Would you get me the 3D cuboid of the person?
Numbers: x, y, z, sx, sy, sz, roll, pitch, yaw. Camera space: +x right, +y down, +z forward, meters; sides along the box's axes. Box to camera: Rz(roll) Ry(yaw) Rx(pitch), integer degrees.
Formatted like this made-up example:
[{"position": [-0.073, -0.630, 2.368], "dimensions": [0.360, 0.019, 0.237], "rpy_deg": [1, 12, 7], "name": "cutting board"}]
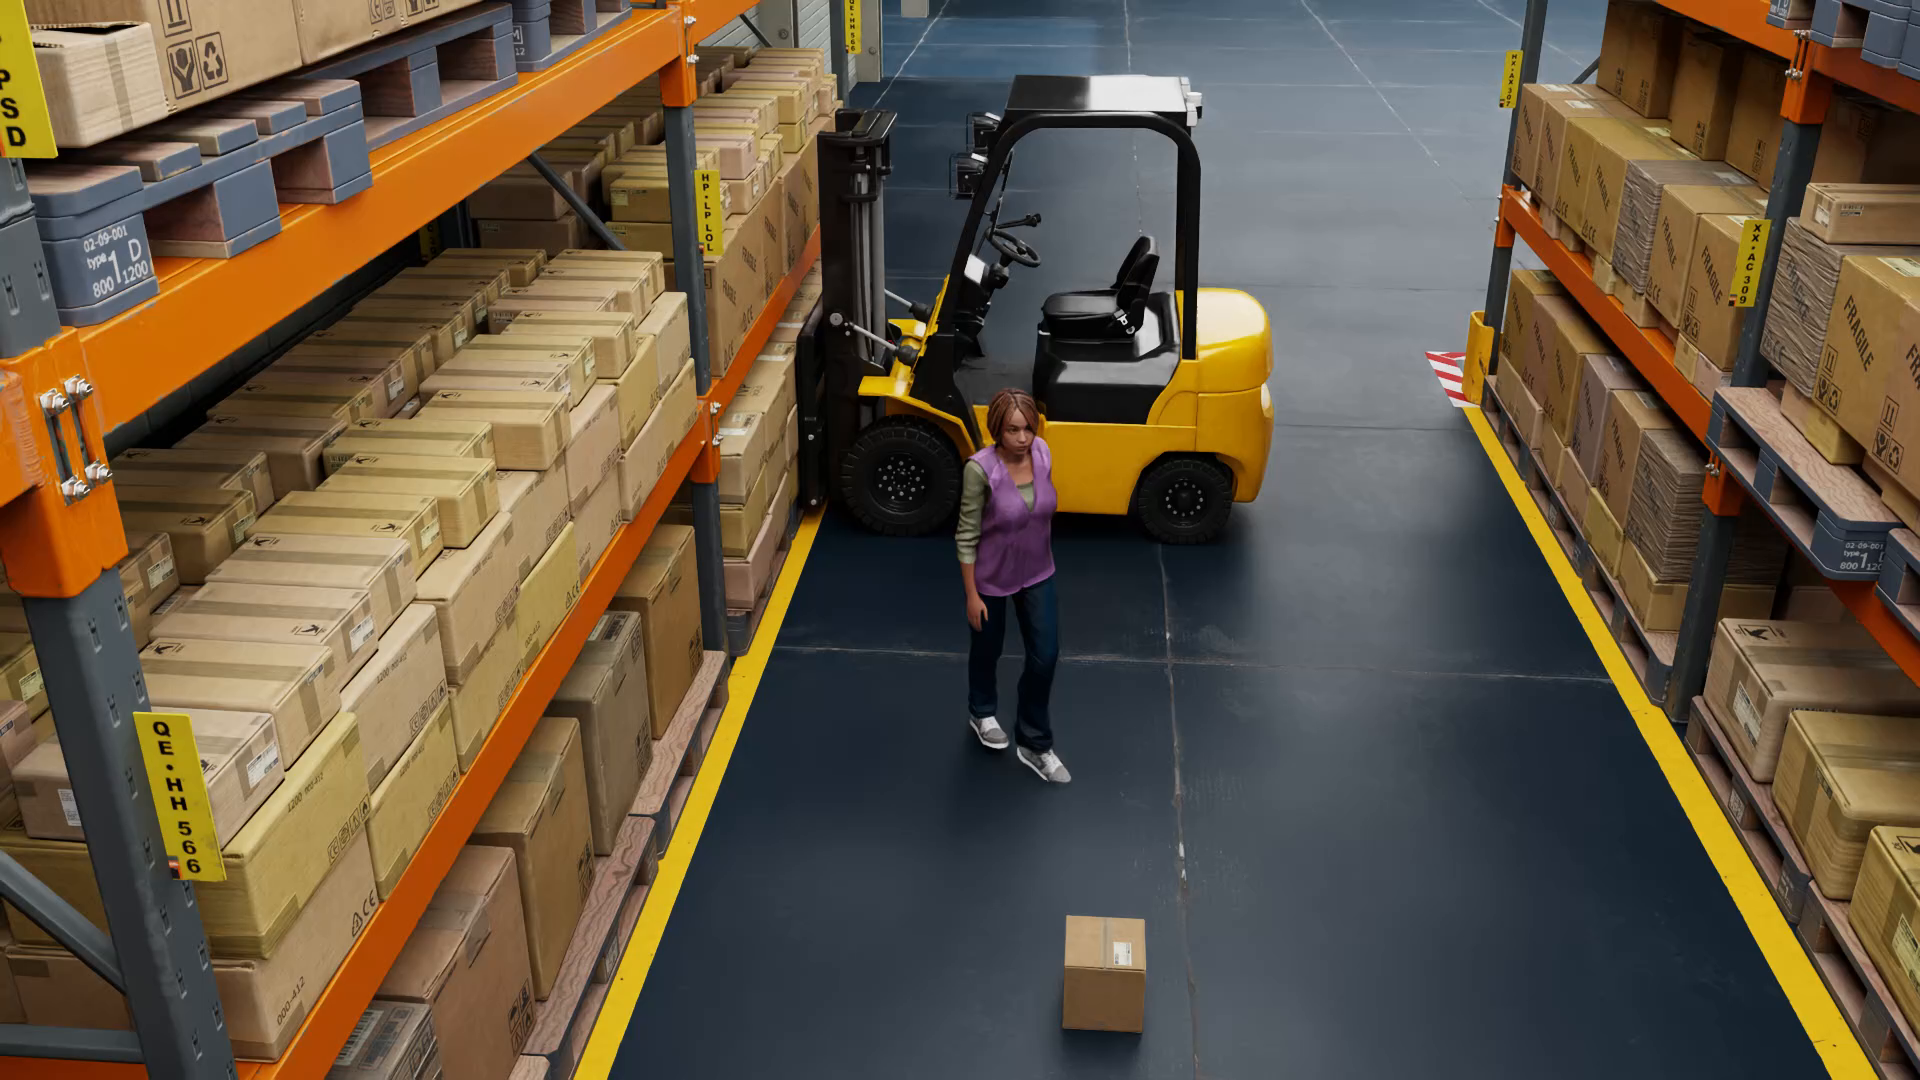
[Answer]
[{"position": [0.160, 0.159, 6.302], "dimensions": [0.441, 1.625, 0.554], "rpy_deg": [-10, 27, -21], "name": "person"}]
